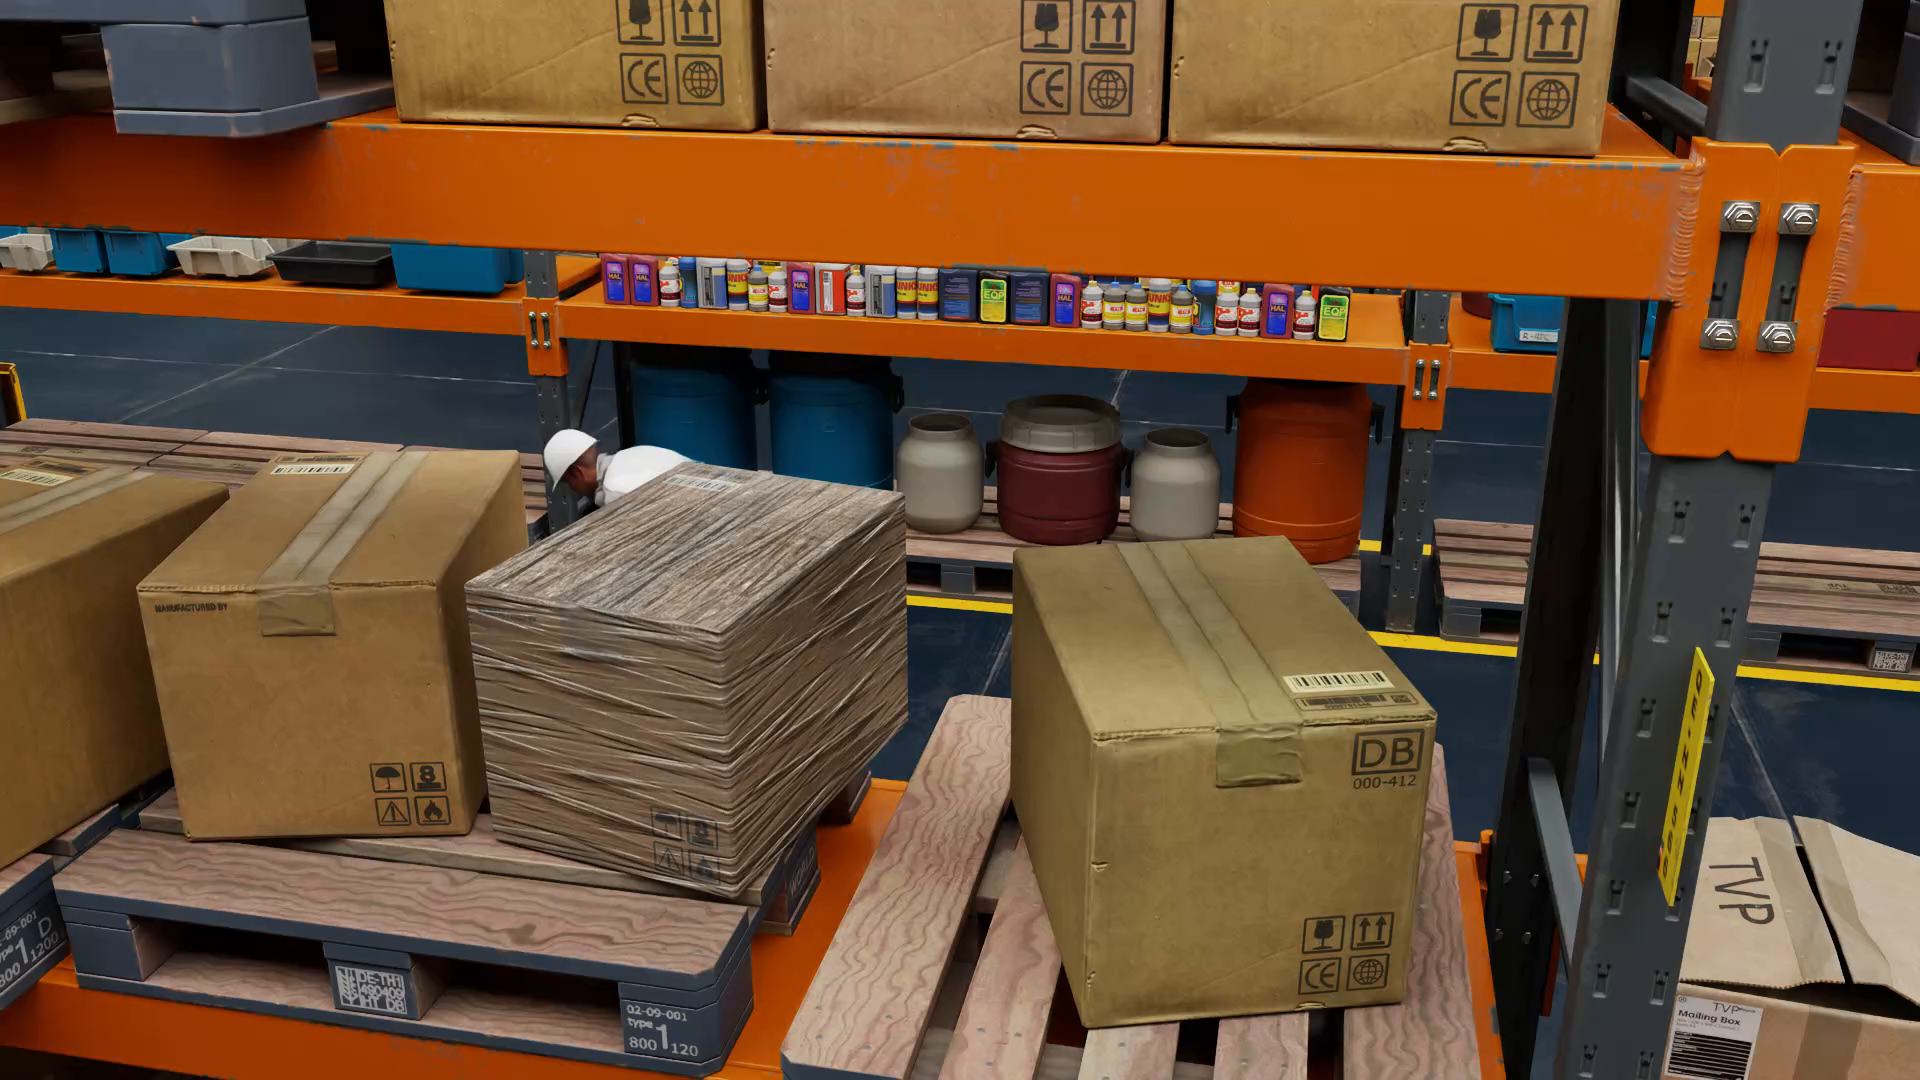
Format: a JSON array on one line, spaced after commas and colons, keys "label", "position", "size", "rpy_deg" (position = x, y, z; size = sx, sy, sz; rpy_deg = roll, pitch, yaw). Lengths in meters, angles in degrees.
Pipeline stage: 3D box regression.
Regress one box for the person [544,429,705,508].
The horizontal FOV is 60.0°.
[{"label": "person", "position": [-1.268, 0.028, 7.047], "size": [0.930, 1.002, 0.501], "rpy_deg": [4, 22, 10]}]
